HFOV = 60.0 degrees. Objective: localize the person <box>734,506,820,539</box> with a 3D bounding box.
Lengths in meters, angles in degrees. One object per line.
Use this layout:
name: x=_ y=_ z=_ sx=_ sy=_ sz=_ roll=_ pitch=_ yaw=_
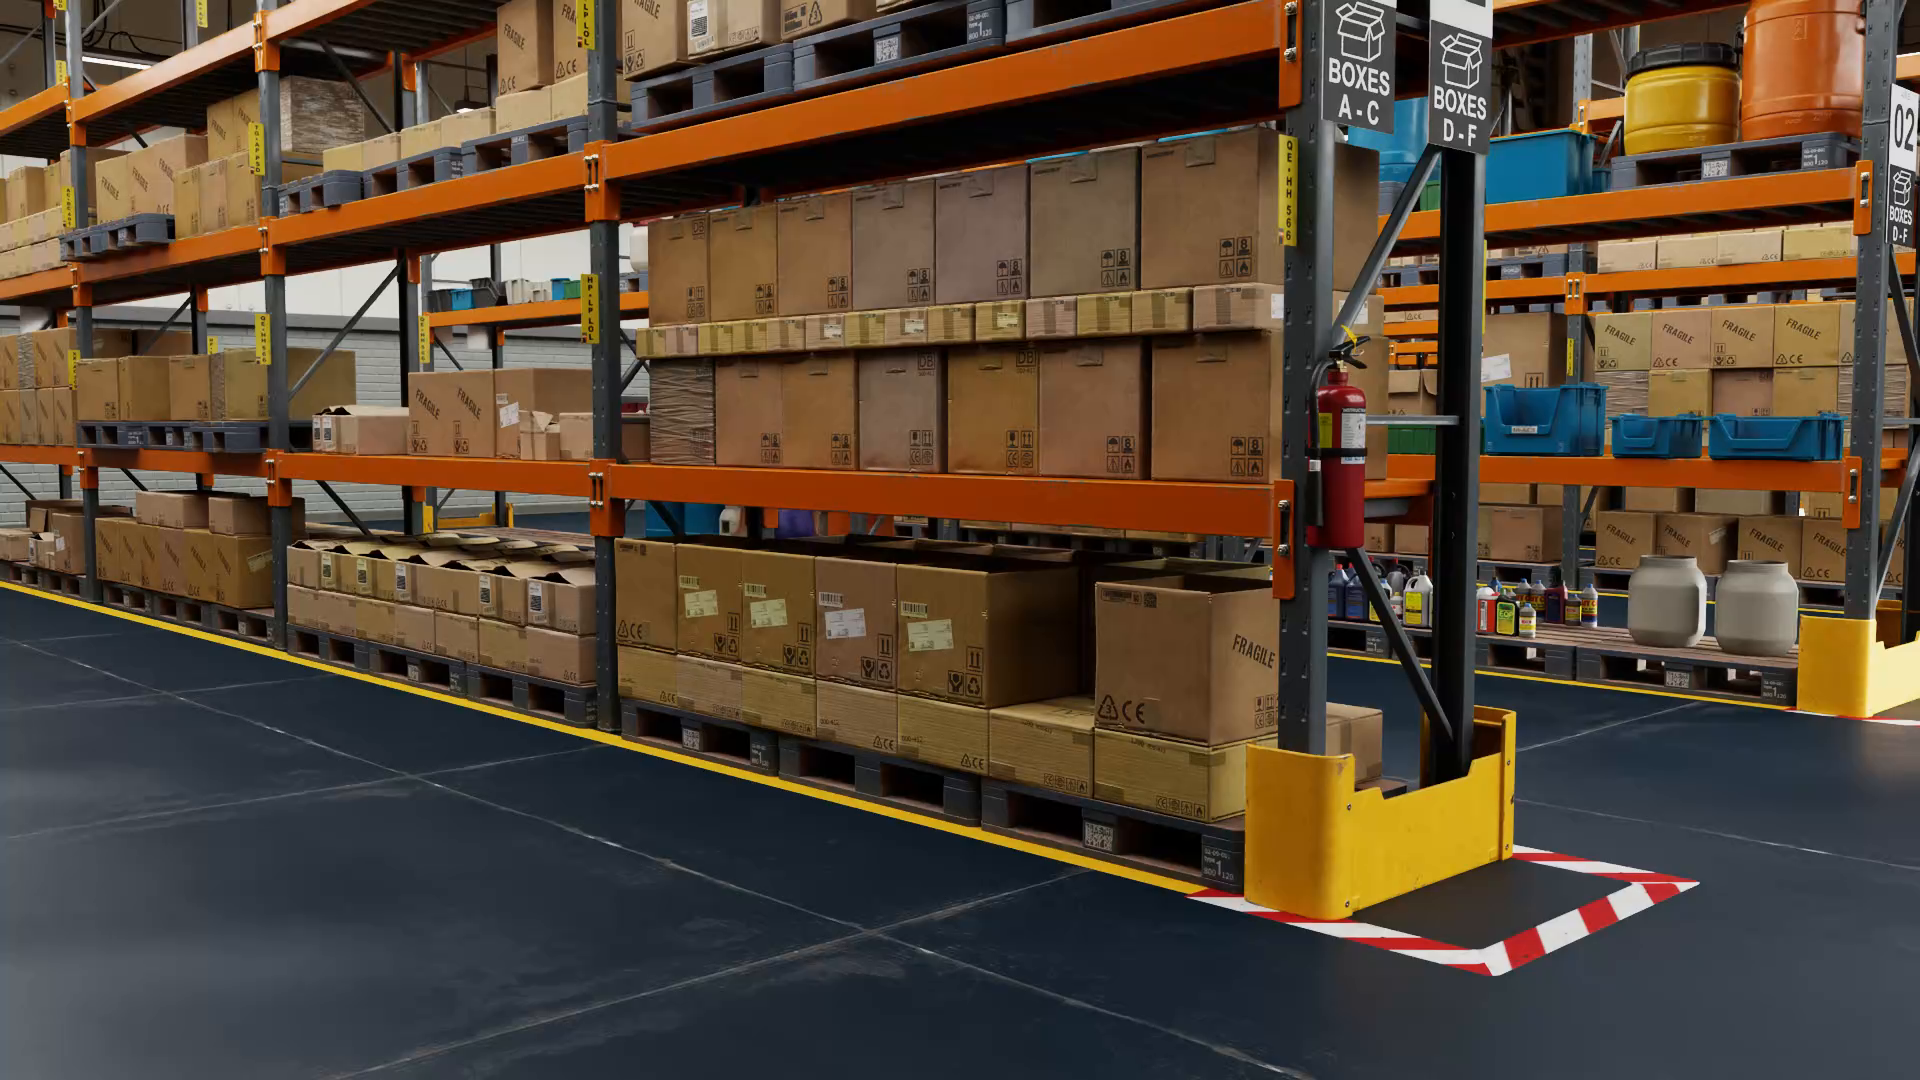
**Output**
person: x=-1.179 y=-0.074 z=10.698 sx=0.912 sy=1.609 sz=0.621 roll=4 pitch=5 yaw=43
